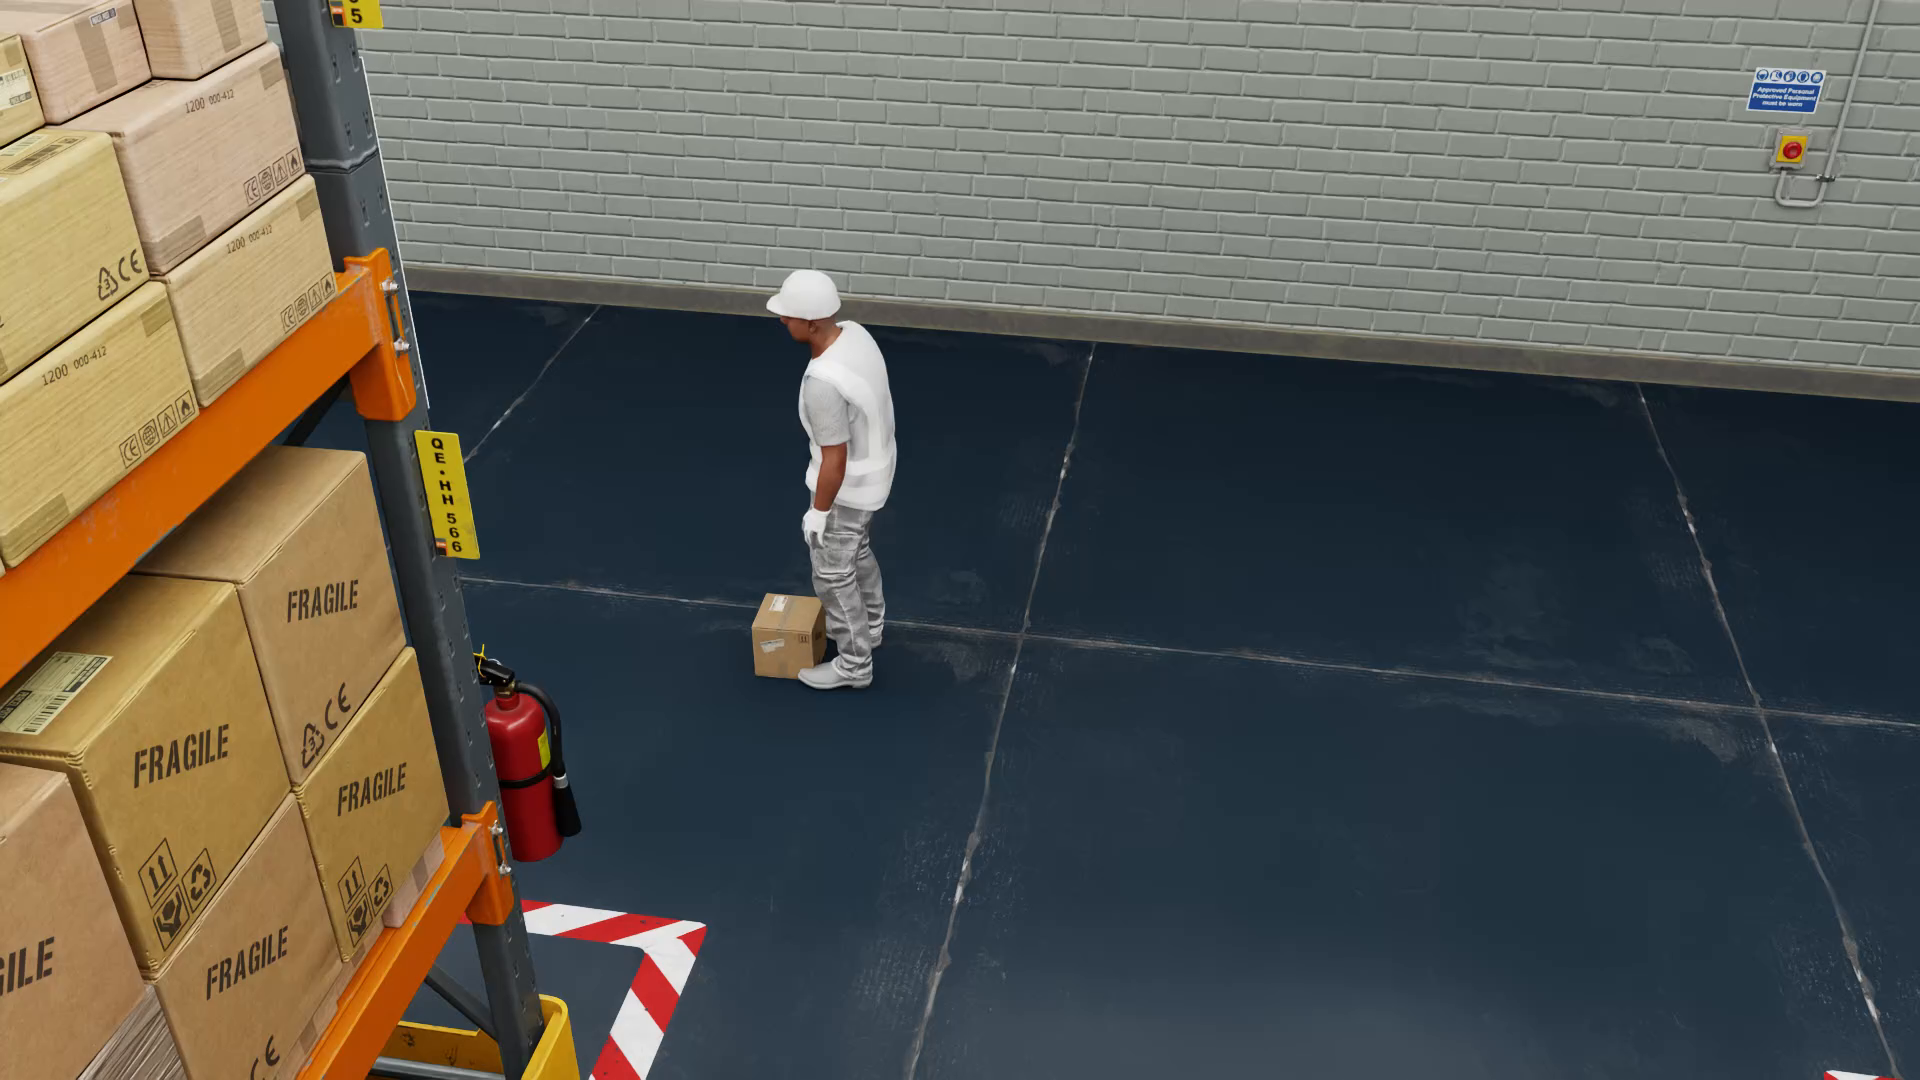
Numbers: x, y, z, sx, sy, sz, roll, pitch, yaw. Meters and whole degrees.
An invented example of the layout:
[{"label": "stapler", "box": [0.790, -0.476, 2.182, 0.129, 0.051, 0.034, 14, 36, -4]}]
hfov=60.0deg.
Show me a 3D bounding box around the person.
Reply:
[{"label": "person", "box": [-0.479, -0.229, 6.491, 0.453, 1.774, 0.620, 5, 32, 8]}]
